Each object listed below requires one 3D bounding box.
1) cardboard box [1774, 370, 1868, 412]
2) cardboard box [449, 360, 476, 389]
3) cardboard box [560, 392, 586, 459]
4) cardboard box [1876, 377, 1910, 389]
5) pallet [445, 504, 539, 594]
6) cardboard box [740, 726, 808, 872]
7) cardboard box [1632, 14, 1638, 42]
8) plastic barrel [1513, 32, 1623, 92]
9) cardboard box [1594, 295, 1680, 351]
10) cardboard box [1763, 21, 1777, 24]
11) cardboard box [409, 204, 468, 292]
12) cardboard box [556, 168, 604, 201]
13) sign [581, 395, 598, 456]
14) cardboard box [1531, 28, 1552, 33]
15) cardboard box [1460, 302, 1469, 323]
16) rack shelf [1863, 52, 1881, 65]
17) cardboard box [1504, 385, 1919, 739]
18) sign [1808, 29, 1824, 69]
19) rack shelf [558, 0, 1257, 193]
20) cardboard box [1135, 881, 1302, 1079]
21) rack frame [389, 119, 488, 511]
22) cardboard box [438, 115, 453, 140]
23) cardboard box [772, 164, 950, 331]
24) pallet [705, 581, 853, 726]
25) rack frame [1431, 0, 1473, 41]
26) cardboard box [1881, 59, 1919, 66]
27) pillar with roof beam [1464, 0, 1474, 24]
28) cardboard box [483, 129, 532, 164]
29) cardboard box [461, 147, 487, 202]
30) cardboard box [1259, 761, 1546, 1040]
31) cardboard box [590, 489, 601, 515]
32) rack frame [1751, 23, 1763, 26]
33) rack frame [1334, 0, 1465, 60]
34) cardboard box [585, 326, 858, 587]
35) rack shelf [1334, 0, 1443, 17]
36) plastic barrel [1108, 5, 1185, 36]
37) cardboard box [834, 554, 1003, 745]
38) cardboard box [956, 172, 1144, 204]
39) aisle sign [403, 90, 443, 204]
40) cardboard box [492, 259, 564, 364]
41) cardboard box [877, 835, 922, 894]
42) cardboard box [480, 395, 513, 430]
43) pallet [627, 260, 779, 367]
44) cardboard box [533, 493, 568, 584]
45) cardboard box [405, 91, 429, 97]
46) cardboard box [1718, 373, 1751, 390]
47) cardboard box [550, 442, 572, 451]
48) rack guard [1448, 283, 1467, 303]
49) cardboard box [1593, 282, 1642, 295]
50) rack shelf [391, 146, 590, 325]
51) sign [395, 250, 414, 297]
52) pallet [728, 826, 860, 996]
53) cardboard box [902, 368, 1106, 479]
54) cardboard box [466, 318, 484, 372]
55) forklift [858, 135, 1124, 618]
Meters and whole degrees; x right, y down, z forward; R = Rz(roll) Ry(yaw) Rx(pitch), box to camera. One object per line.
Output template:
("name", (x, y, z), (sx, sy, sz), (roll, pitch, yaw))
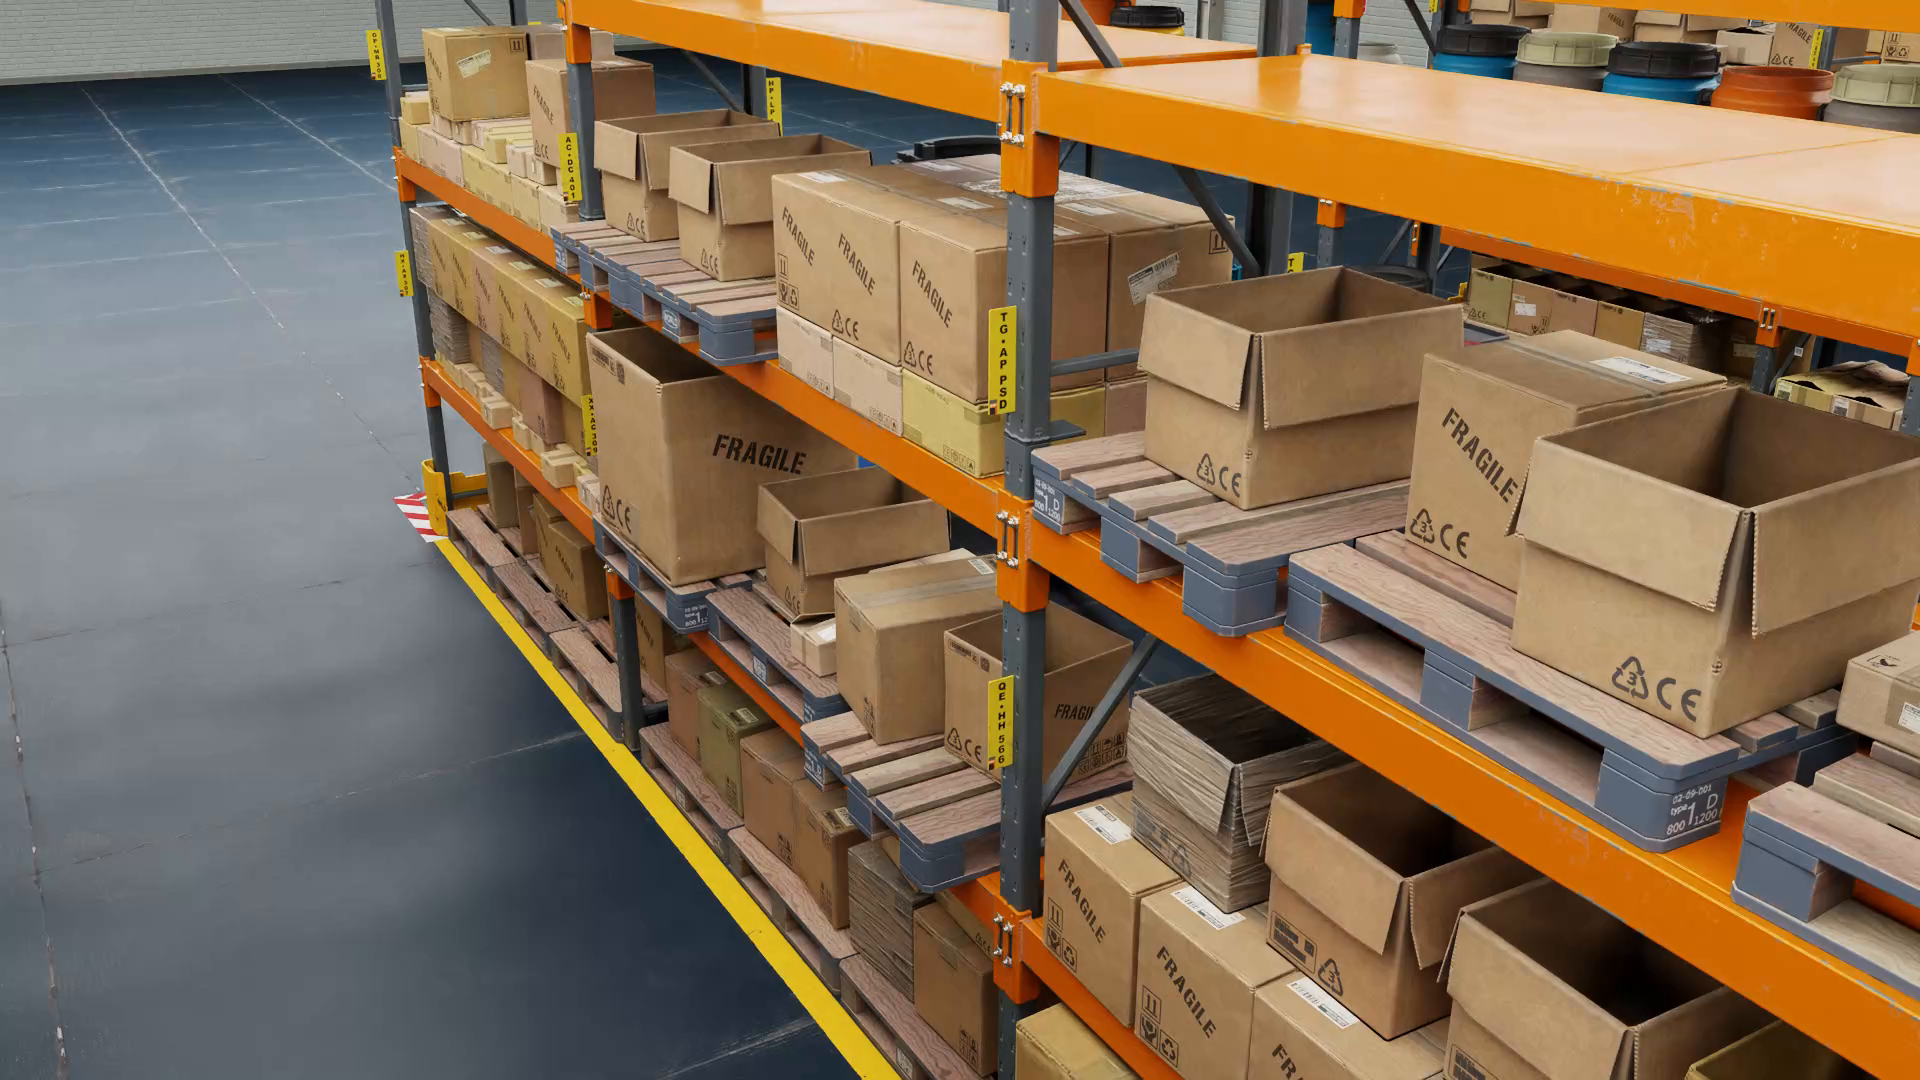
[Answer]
("cardboard box", (7.069, -1.208, 13.648), (0.500, 0.311, 0.500), (-13, 25, -28))
("cardboard box", (-3.323, -1.177, 11.556), (0.380, 0.149, 0.250), (-13, 25, -28))
("cardboard box", (-1.848, -0.815, 9.805), (0.875, 0.500, 0.500), (-13, 25, -28))
("cardboard box", (7.797, -1.146, 13.497), (0.500, 0.311, 0.500), (-12, 25, -27))
("pallet", (-3.066, -0.013, 12.064), (1.003, 0.211, 1.213), (-13, 25, -28))
("cardboard box", (-0.637, 1.192, 8.132), (0.700, 0.500, 0.500), (-15, 27, -33))
("cardboard box", (6.128, -4.609, 15.059), (0.500, 0.311, 0.500), (-9, 24, -22))
("plastic barrel", (3.592, -2.545, 9.939), (0.600, 0.901, 0.600), (0, 22, 0))
("cardboard box", (6.143, -1.910, 15.126), (0.500, 0.500, 0.500), (-13, 25, -28))
("cardboard box", (9.241, -5.747, 18.323), (0.500, 0.500, 0.500), (-12, 25, -27))
("cardboard box", (-3.443, -2.016, 11.433), (0.500, 0.500, 0.500), (-13, 25, -28))
("cardboard box", (-1.861, -1.859, 8.588), (0.380, 0.149, 0.250), (-12, 25, -27))
("sign", (-1.909, -0.599, 8.651), (0.100, 0.325, 0.005), (-13, 25, -28))
("cardboard box", (5.478, -4.622, 15.304), (0.380, 0.149, 0.250), (-13, 25, -28))
("cardboard box", (5.112, -2.208, 16.854), (0.500, 0.250, 0.500), (-13, 25, -28))
("rack shelf", (10.307, -4.867, 17.273), (1.077, 0.370, 4.000), (-13, 25, -28))
("cardboard box", (1.659, 0.015, 3.611), (0.797, 0.503, 0.637), (-13, 25, -29))
("sign", (6.596, -3.767, 12.821), (0.100, 0.325, 0.005), (-13, 25, -28))
("rack shelf", (-0.424, -1.918, 6.566), (1.077, 0.370, 4.000), (-13, 25, -28))
("cardboard box", (0.877, 1.320, 4.947), (0.500, 0.500, 0.500), (-13, 26, -30))
("rack frame", (-3.489, -1.599, 12.263), (1.000, 3.000, 0.127), (-13, 25, -28))
("cardboard box", (-3.065, -2.629, 10.481), (0.380, 0.149, 0.250), (-13, 25, -28))
("cardboard box", (-0.373, -1.111, 6.280), (0.500, 0.500, 0.500), (-12, 25, -27))
("pallet", (-0.449, 0.446, 7.485), (1.003, 0.211, 1.213), (-13, 25, -28))
("rack frame", (5.029, -6.283, 15.818), (1.000, 3.000, 0.127), (-13, 25, -28))
("cardboard box", (7.379, -3.522, 12.651), (0.500, 0.250, 0.500), (-10, 24, -23))
("pillar with roof beam", (3.621, -8.291, 20.758), (9.100, 9.000, 0.400), (-13, 25, -28))
("cardboard box", (-2.538, -2.285, 9.635), (0.380, 0.149, 0.250), (-11, 25, -26))
("cardboard box", (-2.677, -2.219, 10.004), (0.500, 0.250, 0.500), (-12, 25, -27))
("cardboard box", (1.287, 0.930, 4.574), (0.797, 0.503, 0.637), (-12, 25, -27))
("cardboard box", (-1.809, -0.201, 9.157), (0.380, 0.149, 0.250), (-13, 25, -28))
("rack frame", (9.286, -4.458, 19.295), (1.000, 3.000, 0.127), (-13, 25, -28))
("rack frame", (2.812, -4.036, 10.291), (1.000, 3.000, 0.127), (-13, 25, -28))
("cardboard box", (-1.161, -0.493, 8.186), (1.000, 1.000, 1.000), (-12, 25, -28))
("rack shelf", (1.790, -4.165, 12.095), (1.077, 0.370, 4.000), (-13, 25, -28))
("plastic barrel", (1.460, -3.879, 13.080), (0.600, 0.588, 0.600), (0, 22, 0))
("cardboard box", (-0.084, 0.421, 6.602), (0.700, 0.500, 0.500), (-9, 24, -20))
("cardboard box", (0.322, -1.044, 6.116), (0.500, 0.500, 0.500), (-12, 25, -28))
("aisle sign", (-3.779, -2.766, 11.681), (0.394, 0.787, 0.004), (-13, 25, -28))
("cardboard box", (-2.424, -1.368, 9.839), (0.500, 0.500, 0.500), (-13, 25, -28))
("cardboard box", (-0.051, 1.216, 7.075), (0.500, 0.250, 0.500), (-10, 24, -22))
("cardboard box", (-2.866, -0.841, 10.730), (0.380, 0.149, 0.250), (-13, 25, -28))
("pallet", (-0.690, -1.052, 7.181), (1.213, 0.211, 1.003), (-13, 25, -28))
("cardboard box", (-2.546, -0.037, 11.182), (0.500, 0.500, 0.500), (-10, 24, -23))
("cardboard box", (-3.547, -2.971, 11.323), (0.380, 0.149, 0.250), (-13, 25, -29))
("cardboard box", (6.647, -1.238, 14.467), (0.500, 0.250, 0.500), (-13, 25, -28))
("cardboard box", (-2.242, -0.542, 9.996), (0.380, 0.149, 0.250), (-13, 25, -28))
("rack guard", (5.017, -2.353, 17.438), (1.175, 0.500, 0.348), (-13, 25, -28))
("cardboard box", (6.336, -2.172, 15.771), (0.500, 0.500, 0.500), (-13, 25, -28))
("rack shelf", (-2.468, -2.008, 10.241), (1.077, 0.370, 4.000), (-13, 25, -28))
("sign", (-3.956, -1.896, 11.843), (0.100, 0.325, 0.005), (-13, 25, -28))
("pallet", (-0.420, 1.634, 8.010), (1.003, 0.211, 1.213), (-13, 25, -28))
("cardboard box", (0.143, -0.437, 5.618), (0.500, 0.250, 0.500), (-13, 25, -28))
("cardboard box", (-2.874, -1.461, 11.396), (0.875, 0.500, 0.500), (-13, 25, -28))
("forklift", (0.237, -1.141, 11.226), (1.130, 2.935, 3.031), (-9, 24, -21))
